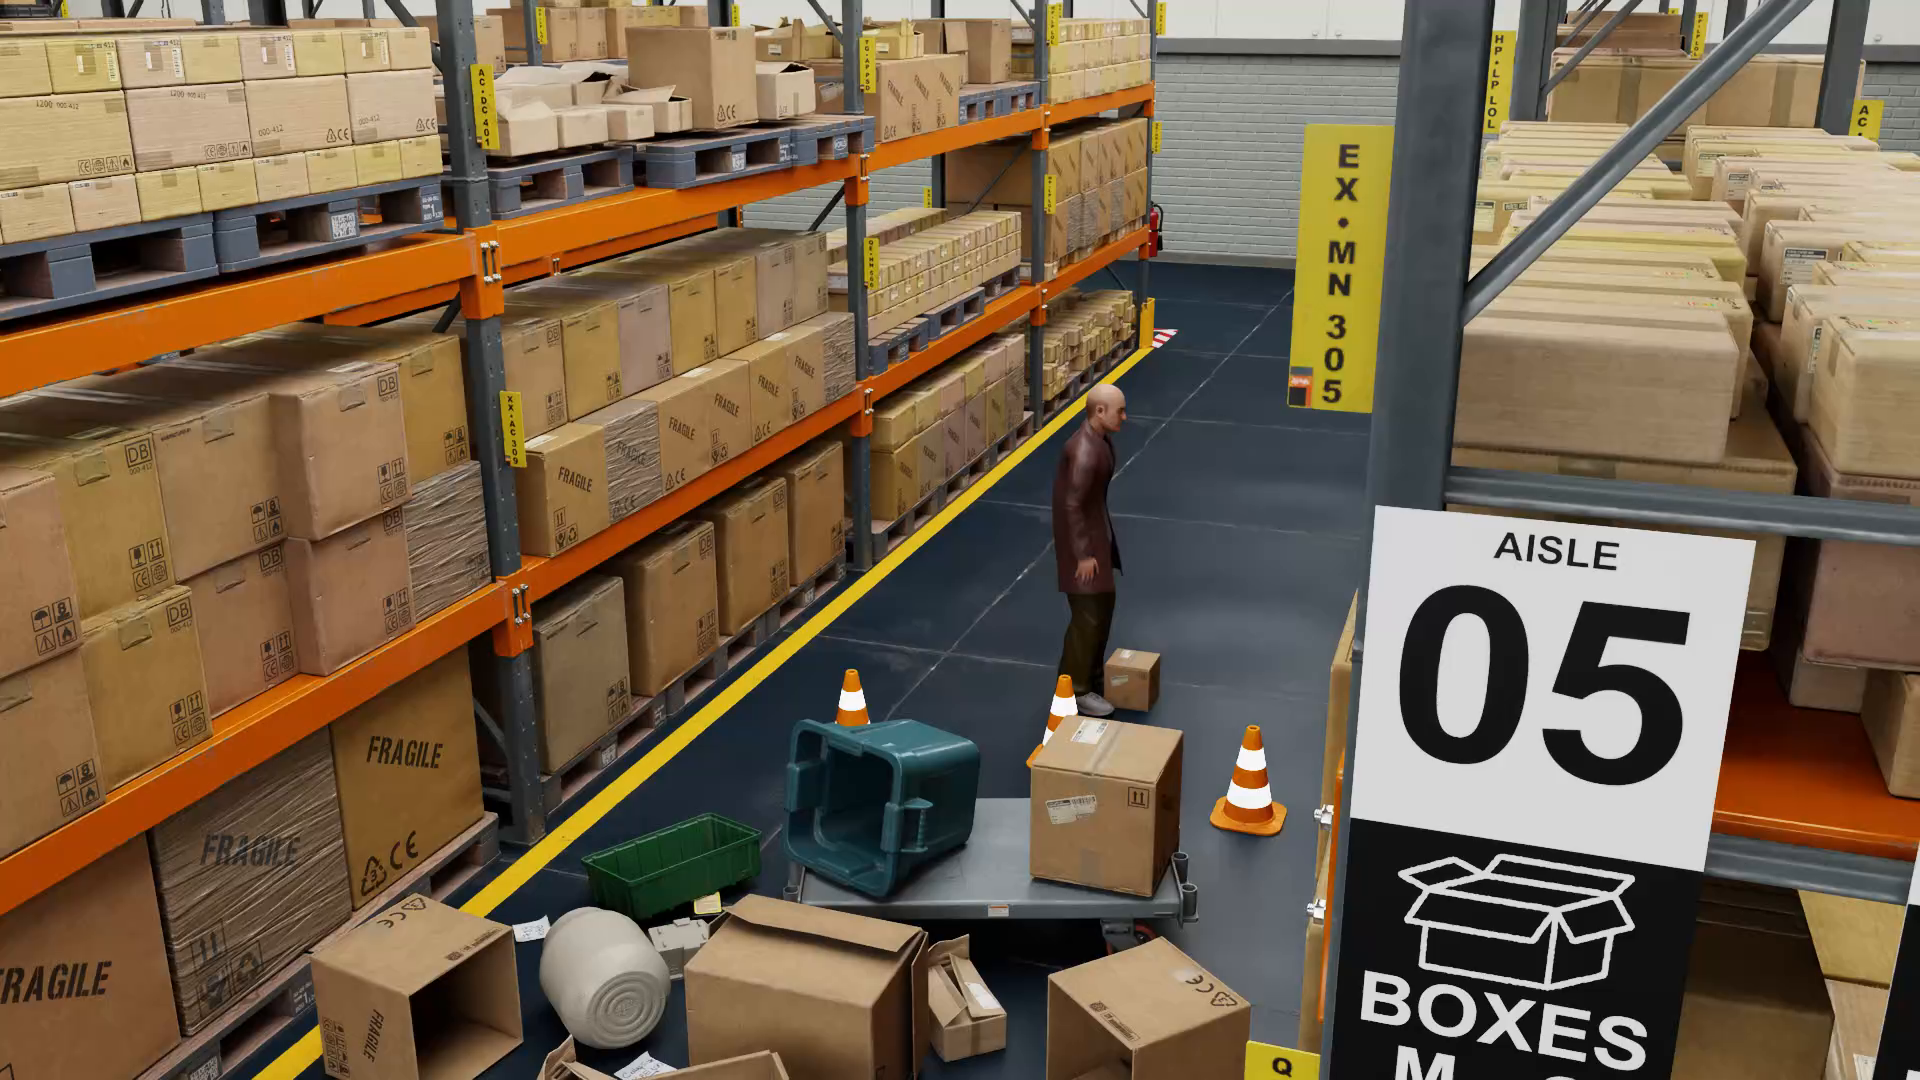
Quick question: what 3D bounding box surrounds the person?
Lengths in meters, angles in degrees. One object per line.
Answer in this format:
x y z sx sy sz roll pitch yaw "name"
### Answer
0.713 0.024 9.015 0.429 1.772 0.644 5 19 15 "person"
